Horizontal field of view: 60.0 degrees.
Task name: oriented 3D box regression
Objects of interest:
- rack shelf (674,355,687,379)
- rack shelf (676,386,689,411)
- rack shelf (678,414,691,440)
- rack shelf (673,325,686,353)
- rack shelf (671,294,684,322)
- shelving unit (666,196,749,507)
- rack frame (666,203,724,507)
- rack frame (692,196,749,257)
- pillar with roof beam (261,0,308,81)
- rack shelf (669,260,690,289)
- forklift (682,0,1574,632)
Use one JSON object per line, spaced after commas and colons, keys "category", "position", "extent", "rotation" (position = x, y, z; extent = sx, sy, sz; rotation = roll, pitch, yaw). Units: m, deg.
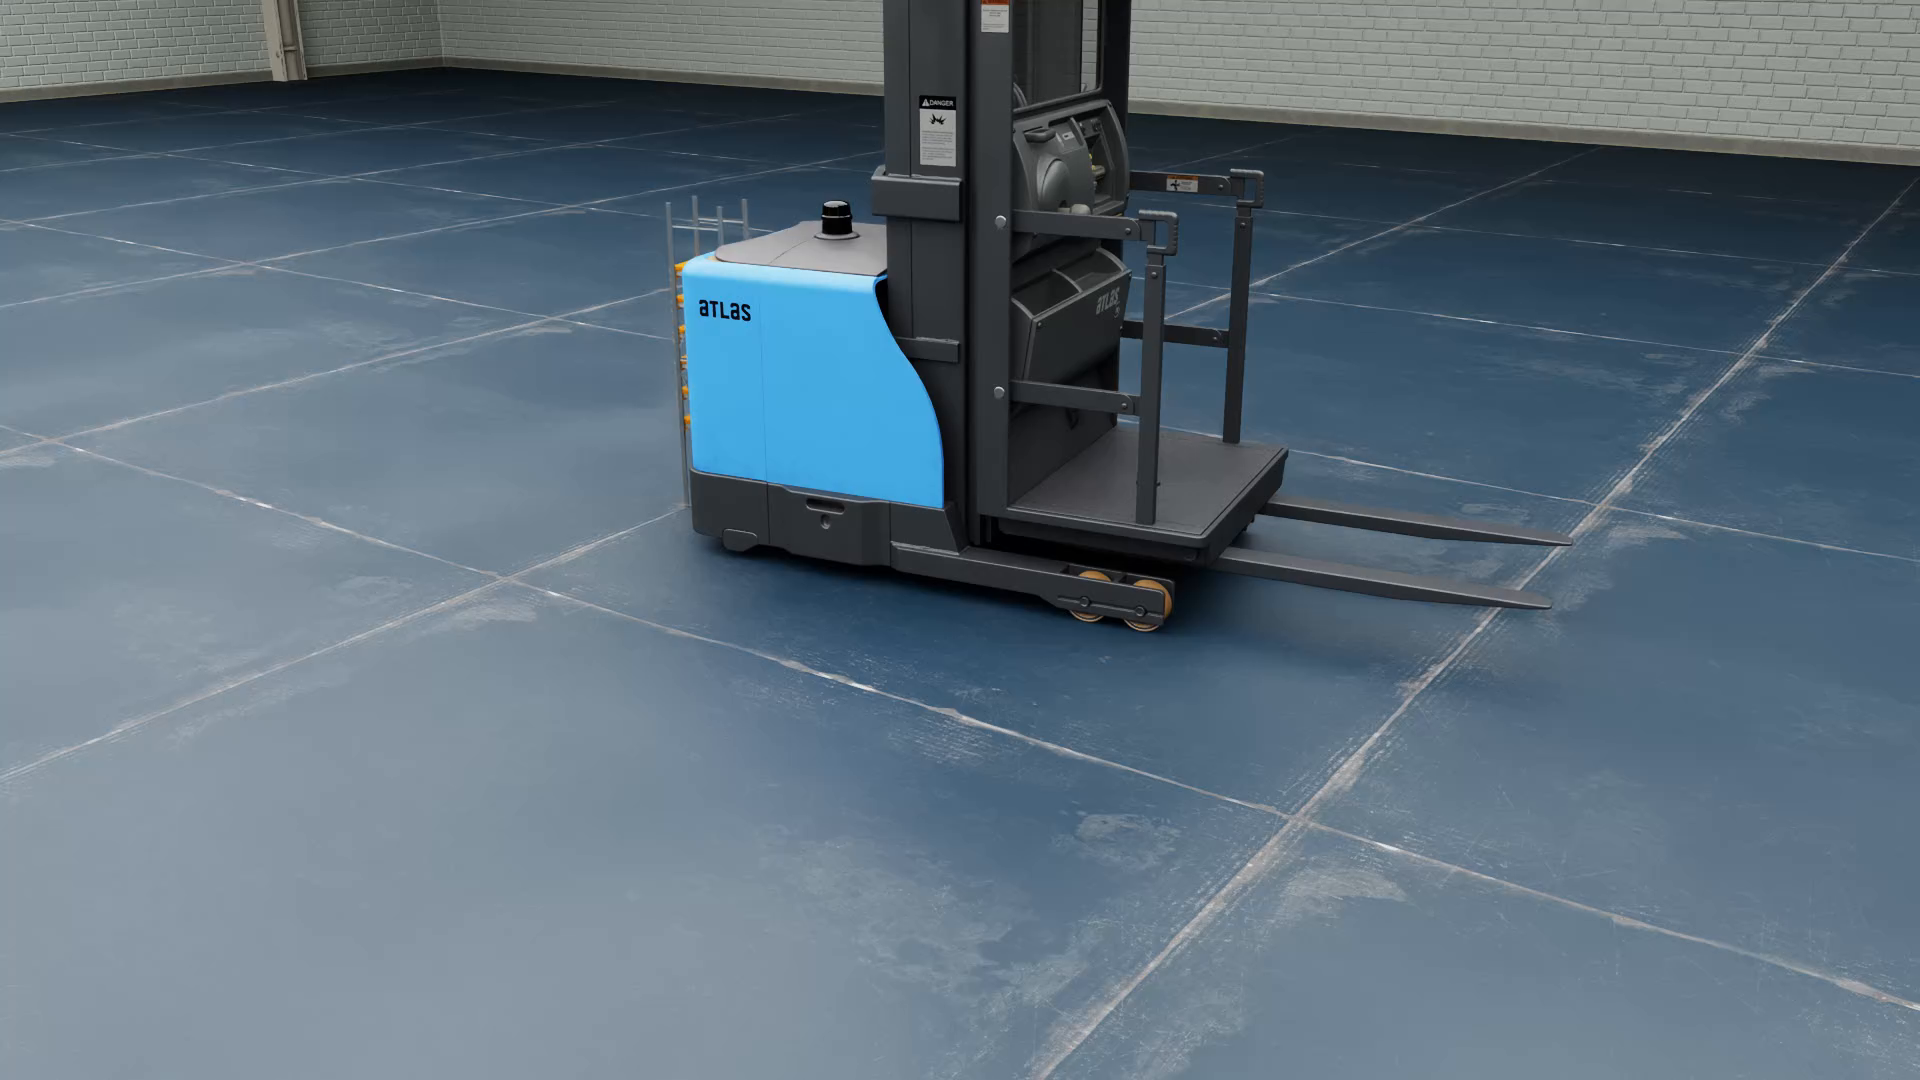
{"category": "rack shelf", "position": [-0.951, -0.669, 6.471], "extent": [0.258, 0.103, 0.180], "rotation": [9, 22, 22]}
{"category": "rack shelf", "position": [-0.951, -0.556, 6.513], "extent": [0.258, 0.103, 0.180], "rotation": [9, 22, 22]}
{"category": "rack shelf", "position": [-0.951, -0.444, 6.555], "extent": [0.258, 0.103, 0.180], "rotation": [9, 22, 22]}
{"category": "rack shelf", "position": [-0.951, -0.781, 6.430], "extent": [0.258, 0.103, 0.180], "rotation": [9, 22, 22]}
{"category": "rack shelf", "position": [-0.951, -0.894, 6.388], "extent": [0.258, 0.103, 0.180], "rotation": [9, 22, 22]}
{"category": "shelving unit", "position": [-0.951, -0.710, 6.456], "extent": [0.258, 1.200, 0.189], "rotation": [9, 22, 22]}
{"category": "rack frame", "position": [-0.987, -0.681, 6.377], "extent": [0.240, 1.200, 0.006], "rotation": [9, 22, 22]}
{"category": "rack frame", "position": [-0.915, -0.740, 6.535], "extent": [0.240, 1.200, 0.006], "rotation": [9, 22, 22]}
{"category": "pillar with roof beam", "position": [-6.455, -10.258, 21.027], "extent": [9.100, 9.000, 0.400], "rotation": [13, 24, 32]}
{"category": "rack shelf", "position": [-0.951, -1.006, 6.346], "extent": [0.258, 0.103, 0.180], "rotation": [9, 22, 22]}
{"category": "forklift", "position": [0.565, -1.284, 5.512], "extent": [3.031, 2.935, 1.130], "rotation": [9, 22, 23]}
